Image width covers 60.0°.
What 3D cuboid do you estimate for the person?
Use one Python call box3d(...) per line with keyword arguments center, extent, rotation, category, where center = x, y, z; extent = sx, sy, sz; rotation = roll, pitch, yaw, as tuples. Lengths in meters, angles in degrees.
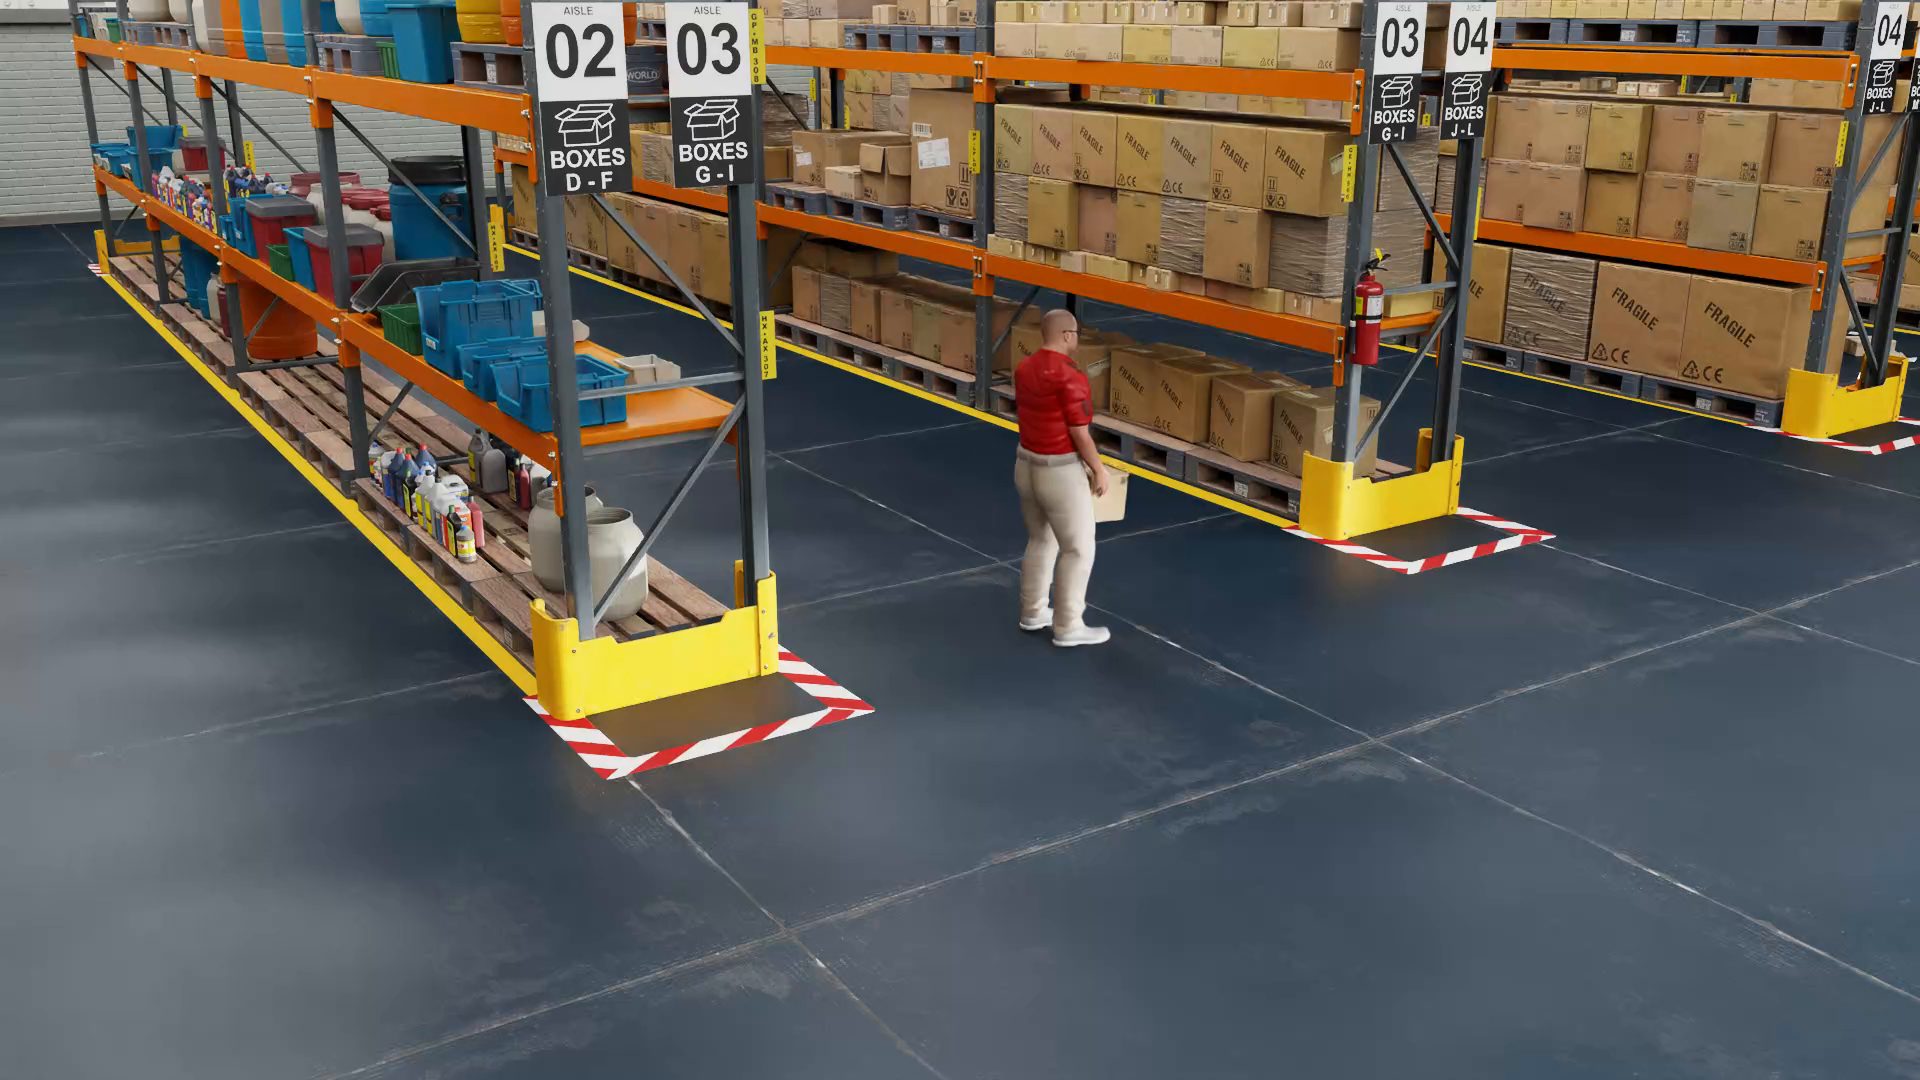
box3d(center=(0.514, -0.332, 8.591), extent=(0.418, 1.733, 0.543), rotation=(-12, 21, -33), category="person")
